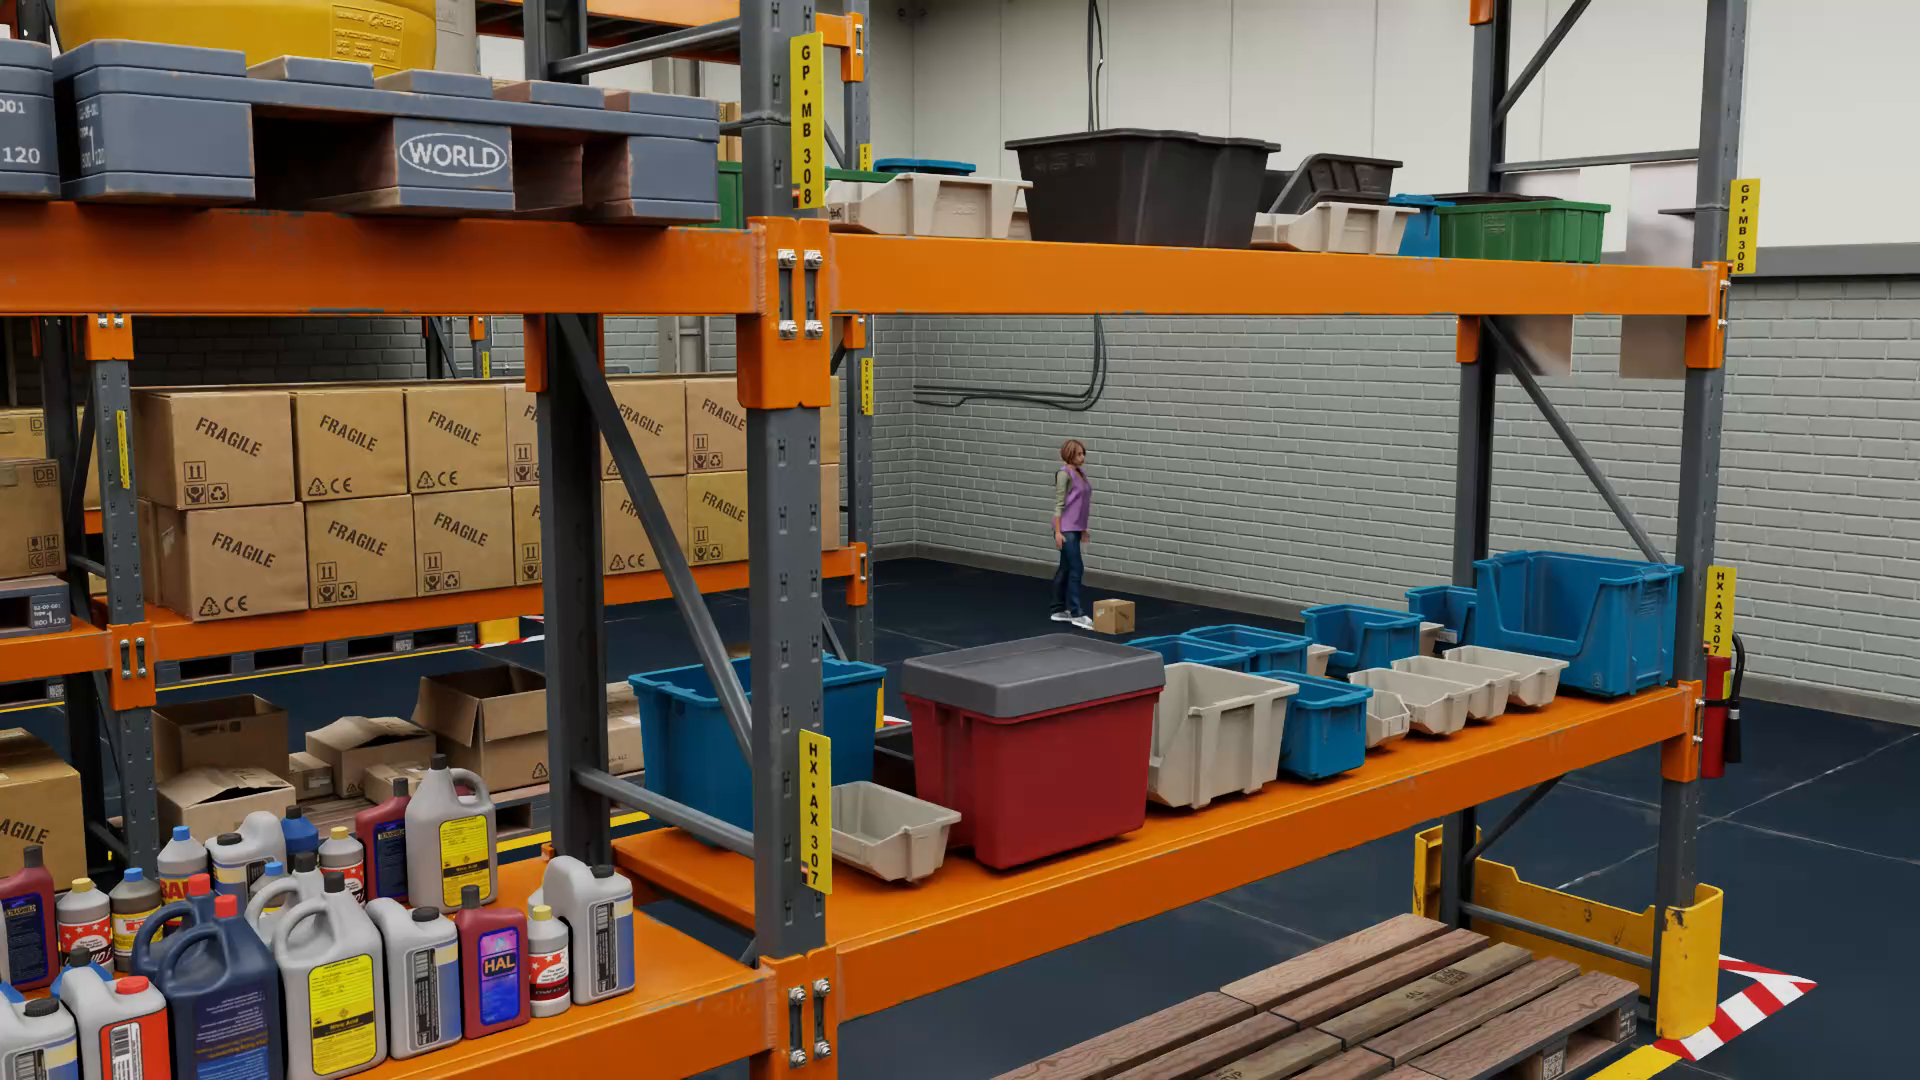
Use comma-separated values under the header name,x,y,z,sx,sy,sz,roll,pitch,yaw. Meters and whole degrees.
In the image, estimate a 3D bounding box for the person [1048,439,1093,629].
name,x,y,z,sx,sy,sz,roll,pitch,yaw
person,1.020,-0.068,14.288,0.532,1.597,0.453,3,8,22
